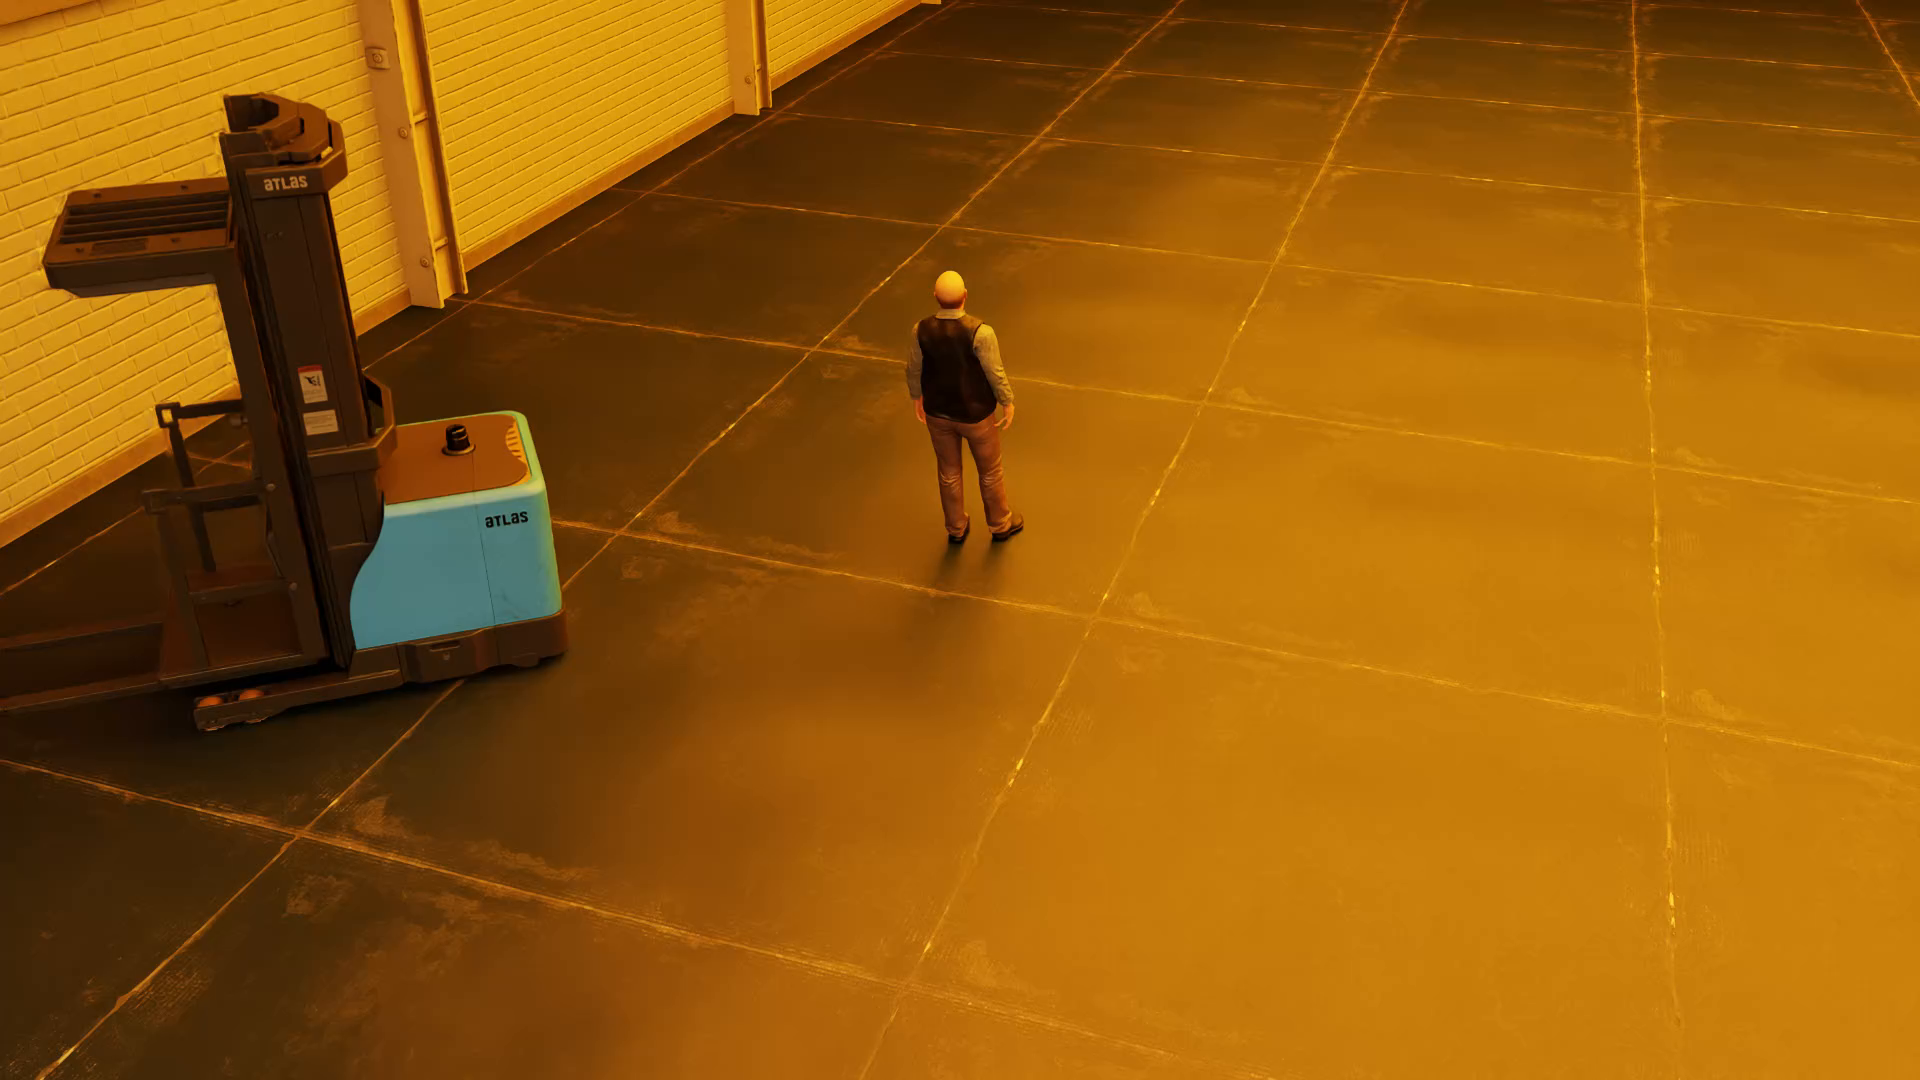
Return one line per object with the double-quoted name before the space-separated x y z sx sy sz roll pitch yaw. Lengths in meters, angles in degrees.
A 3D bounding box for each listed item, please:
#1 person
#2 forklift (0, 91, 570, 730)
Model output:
"person" 0.028 -0.782 9.715 0.632 1.720 0.568 10 31 16
"forklift" -3.675 -0.606 8.199 3.031 2.935 1.130 -10 31 -17
